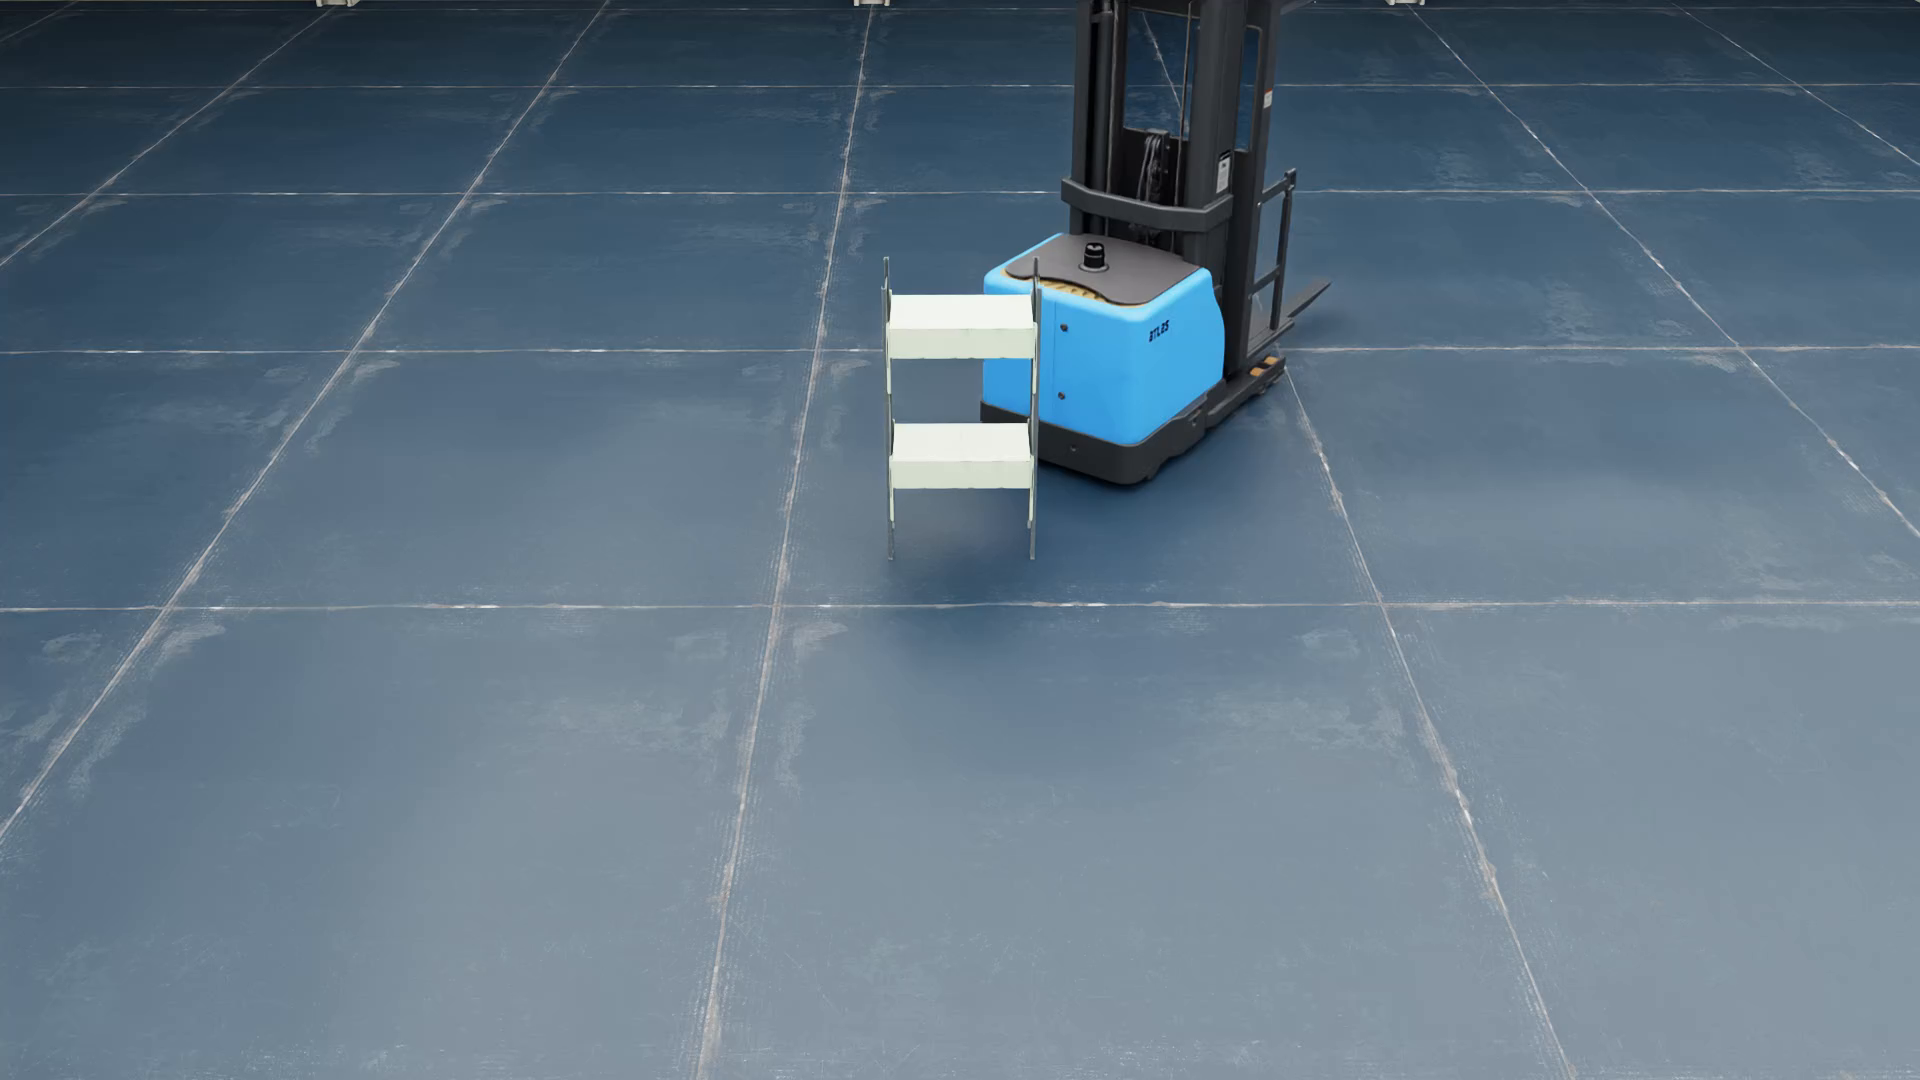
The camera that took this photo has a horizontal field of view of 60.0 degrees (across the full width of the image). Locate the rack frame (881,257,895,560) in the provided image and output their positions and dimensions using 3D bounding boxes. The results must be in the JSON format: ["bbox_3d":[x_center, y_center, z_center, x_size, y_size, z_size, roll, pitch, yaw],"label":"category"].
[{"bbox_3d":[-0.359,-0.640,8.359,0.023,1.500,0.400,0,31,0],"label":"rack frame"}]

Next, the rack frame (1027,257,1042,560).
[{"bbox_3d":[0.373,-0.642,8.363,0.023,1.500,0.400,0,31,0],"label":"rack frame"}]

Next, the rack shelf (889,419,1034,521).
[{"bbox_3d":[0.007,-0.363,8.530,0.720,0.370,0.431,0,31,0],"label":"rack shelf"}]

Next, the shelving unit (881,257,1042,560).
[{"bbox_3d":[0.007,-0.641,8.361,0.755,1.500,0.431,0,31,0],"label":"shelving unit"}]

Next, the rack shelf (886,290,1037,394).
[{"bbox_3d":[0.007,-0.975,8.159,0.720,0.370,0.431,0,31,0],"label":"rack shelf"}]

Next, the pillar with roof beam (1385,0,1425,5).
[{"bbox_3d":[5.036,-7.695,12.757,0.400,9.000,9.100,0,31,0],"label":"pillar with roof beam"}]

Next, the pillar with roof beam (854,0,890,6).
[{"bbox_3d":[-0.964,-7.676,12.726,0.400,9.000,9.100,0,31,0],"label":"pillar with roof beam"}]

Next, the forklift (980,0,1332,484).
[{"bbox_3d":[1.369,-2.274,9.672,1.130,2.935,3.031,20,36,29],"label":"forklift"}]
